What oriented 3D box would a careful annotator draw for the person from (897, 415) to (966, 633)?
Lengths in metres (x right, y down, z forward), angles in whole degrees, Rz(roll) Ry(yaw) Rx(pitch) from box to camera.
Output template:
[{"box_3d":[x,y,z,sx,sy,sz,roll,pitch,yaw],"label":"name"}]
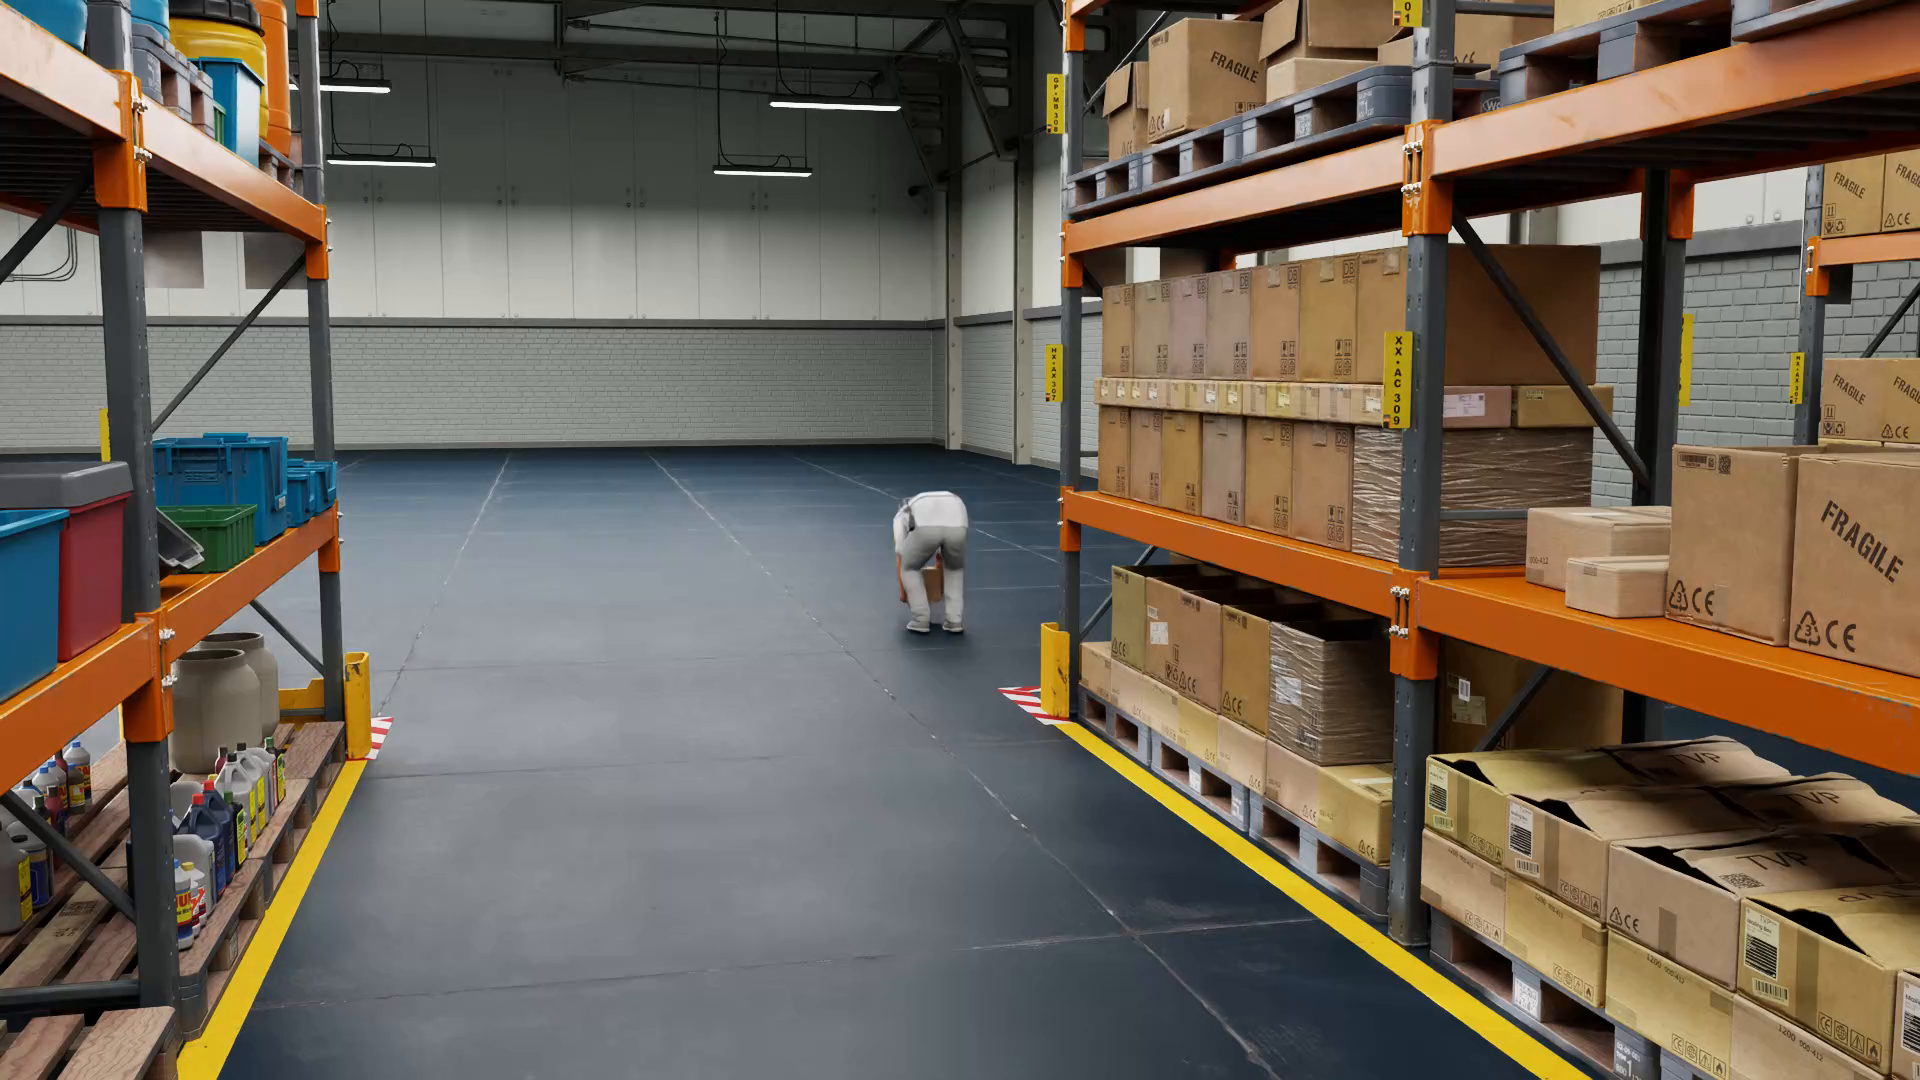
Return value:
[{"box_3d":[-0.224,-0.122,12.646,0.476,1.636,0.718,-2,6,-15],"label":"person"}]
